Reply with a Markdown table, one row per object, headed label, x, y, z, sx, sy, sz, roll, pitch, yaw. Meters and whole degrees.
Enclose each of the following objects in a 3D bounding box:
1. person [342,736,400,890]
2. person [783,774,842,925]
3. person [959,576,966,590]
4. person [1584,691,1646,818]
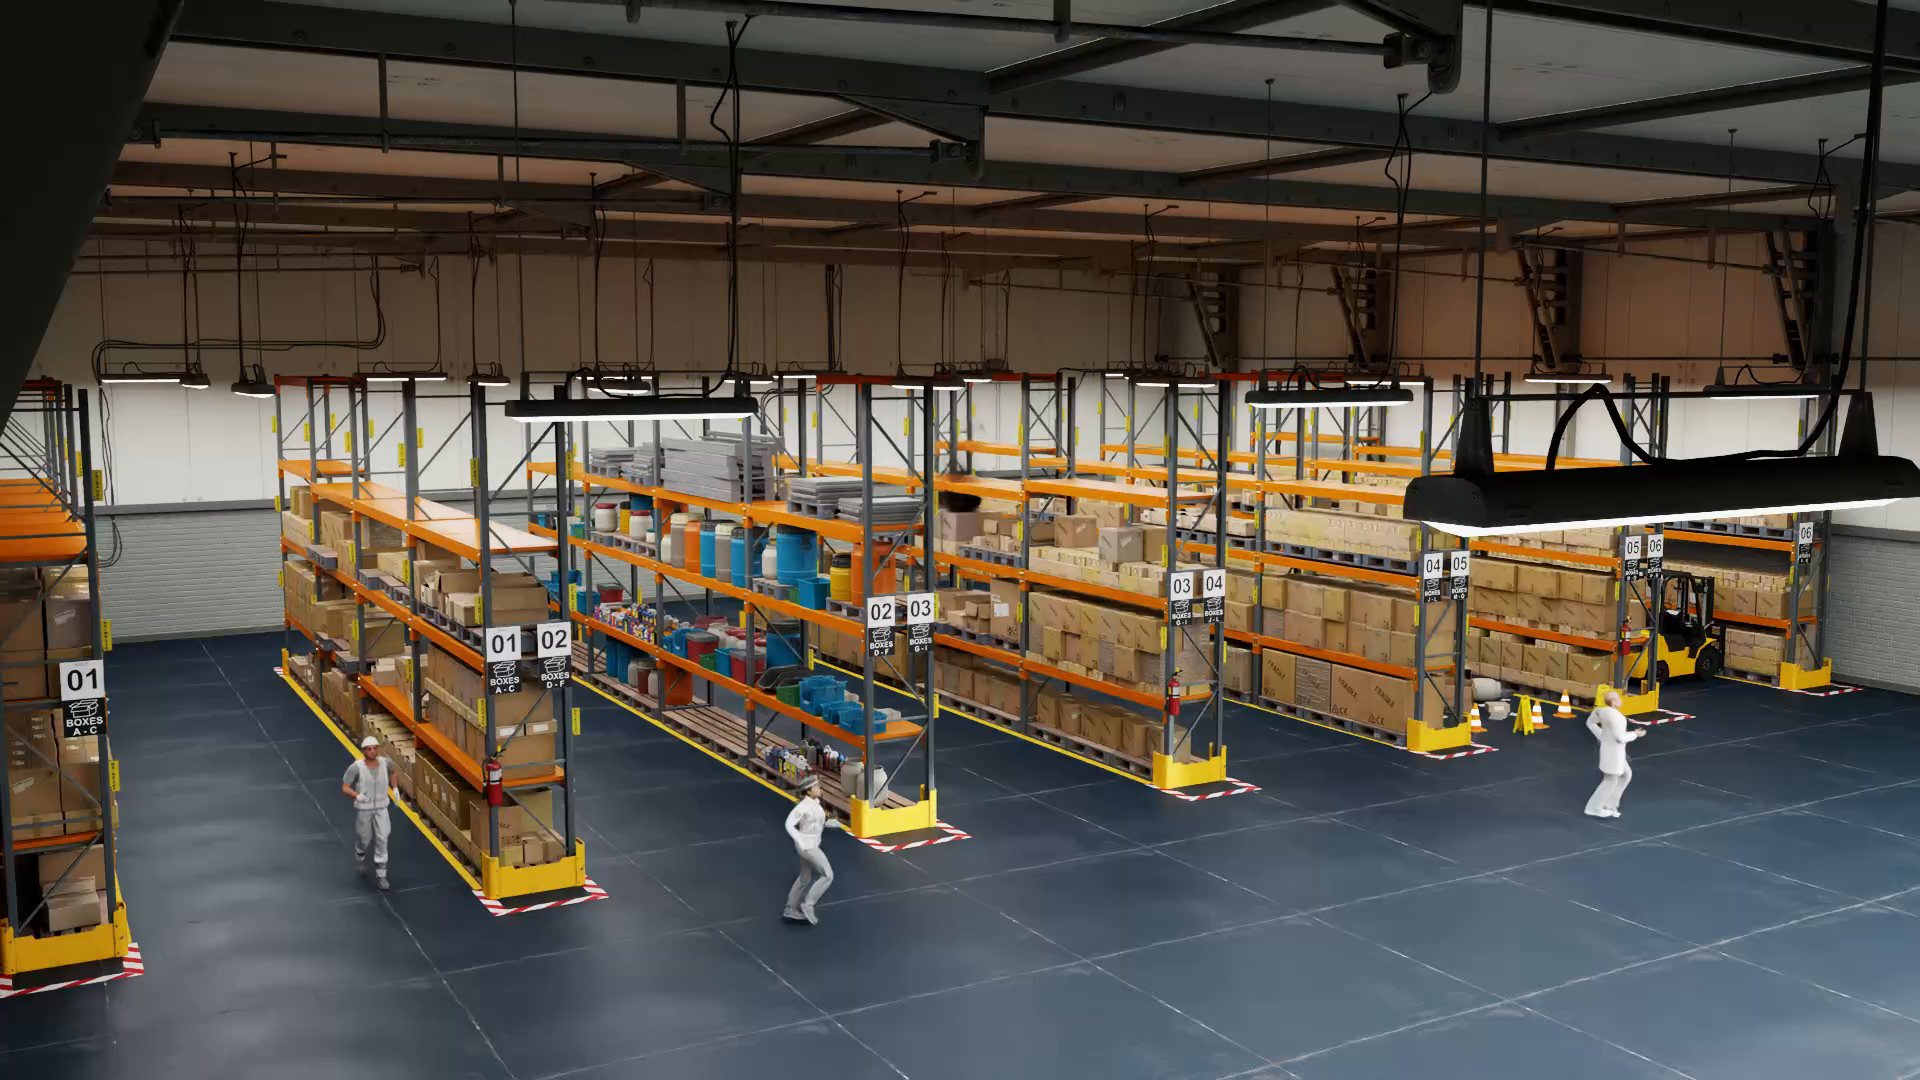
| label | x | y | z | sx | sy | sz | roll | pitch | yaw |
| --- | --- | --- | --- | --- | --- | --- | --- | --- | --- |
| person | -7.098 | 3.246 | 20.075 | 0.685 | 1.801 | 0.872 | -4 | 7 | -33 |
| person | -1.665 | 3.463 | 18.690 | 0.667 | 1.710 | 0.584 | 0 | 6 | 0 |
| person | 0.101 | 0.930 | 42.421 | 0.489 | 1.547 | 0.778 | 0 | 6 | 4 |
| person | 8.981 | 2.967 | 22.823 | 0.755 | 1.812 | 0.688 | 1 | 6 | 7 |
